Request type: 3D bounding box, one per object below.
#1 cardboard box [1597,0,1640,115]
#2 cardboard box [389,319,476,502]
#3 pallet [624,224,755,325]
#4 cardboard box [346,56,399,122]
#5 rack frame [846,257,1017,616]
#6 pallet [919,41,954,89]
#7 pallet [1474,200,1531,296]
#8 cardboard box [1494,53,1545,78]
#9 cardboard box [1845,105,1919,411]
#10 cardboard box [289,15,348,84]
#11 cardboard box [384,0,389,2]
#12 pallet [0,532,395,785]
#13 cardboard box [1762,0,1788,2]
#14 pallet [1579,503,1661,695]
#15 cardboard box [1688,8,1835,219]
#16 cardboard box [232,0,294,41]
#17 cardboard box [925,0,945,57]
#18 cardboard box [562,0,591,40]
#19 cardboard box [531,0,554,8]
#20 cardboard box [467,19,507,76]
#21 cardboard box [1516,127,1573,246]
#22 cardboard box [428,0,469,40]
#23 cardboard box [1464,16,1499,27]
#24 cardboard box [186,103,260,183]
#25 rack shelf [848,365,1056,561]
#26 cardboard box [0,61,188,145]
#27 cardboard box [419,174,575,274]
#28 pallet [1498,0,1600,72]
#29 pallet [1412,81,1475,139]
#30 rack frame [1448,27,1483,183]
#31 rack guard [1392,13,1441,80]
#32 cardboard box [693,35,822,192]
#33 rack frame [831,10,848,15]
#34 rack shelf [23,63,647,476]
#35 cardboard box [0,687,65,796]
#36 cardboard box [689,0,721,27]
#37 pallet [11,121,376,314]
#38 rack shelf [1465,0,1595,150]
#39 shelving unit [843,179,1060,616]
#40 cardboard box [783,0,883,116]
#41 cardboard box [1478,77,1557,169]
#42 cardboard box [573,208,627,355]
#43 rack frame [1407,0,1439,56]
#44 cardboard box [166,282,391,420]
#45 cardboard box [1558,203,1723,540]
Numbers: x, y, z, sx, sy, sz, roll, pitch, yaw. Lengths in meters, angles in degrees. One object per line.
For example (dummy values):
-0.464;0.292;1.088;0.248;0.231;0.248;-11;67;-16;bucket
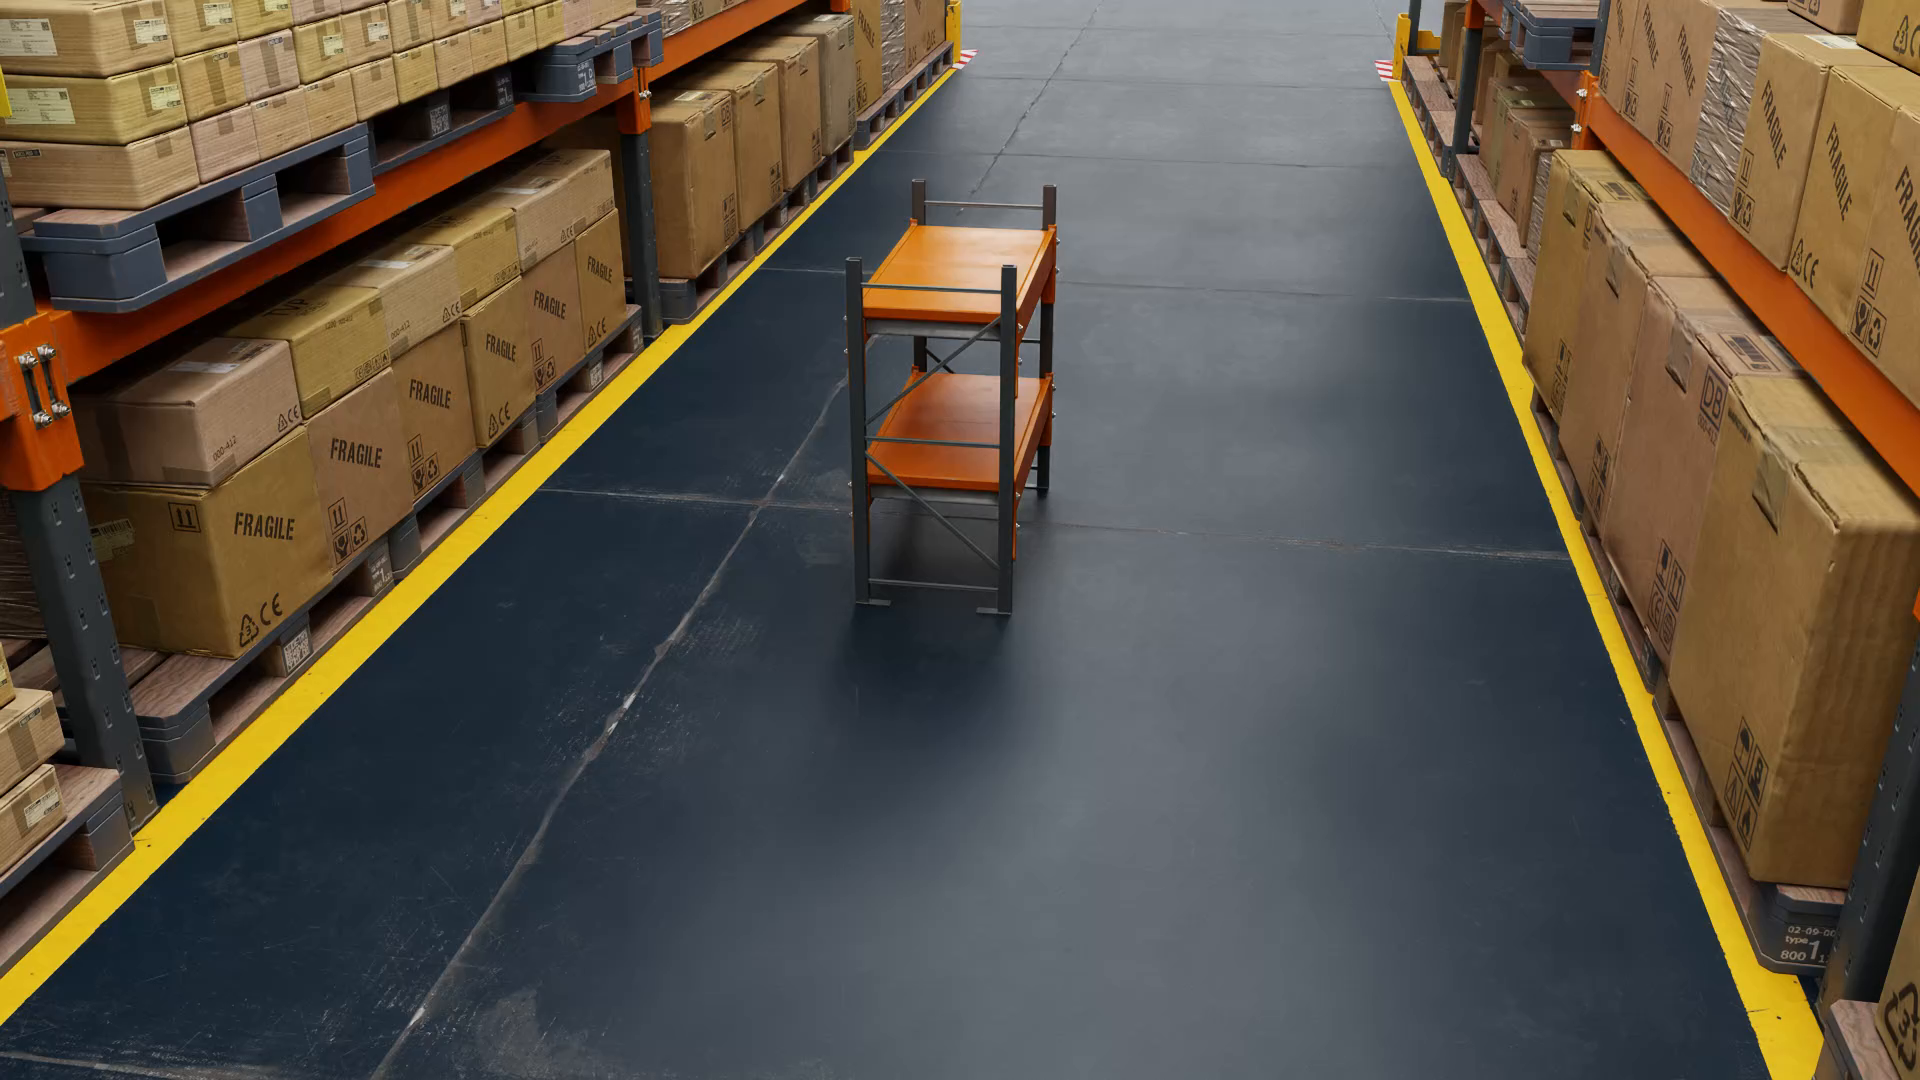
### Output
2.629;-1.819;5.981;0.500;0.500;0.500;5;26;10;cardboard box
-2.014;-0.462;5.651;0.500;0.500;0.500;4;25;9;cardboard box
-1.696;-1.406;8.505;1.003;0.211;1.213;4;25;9;pallet
-1.868;-1.313;4.817;0.380;0.149;0.250;3;25;6;cardboard box
-0.084;-0.294;5.051;0.500;1.125;0.032;4;25;9;rack frame
-0.646;-4.087;14.234;1.003;0.211;1.213;4;25;9;pallet
3.308;-1.531;8.772;1.003;0.211;1.213;4;25;9;pallet
3.736;-2.854;10.762;0.500;0.500;0.500;3;25;7;cardboard box
2.130;-0.545;3.259;0.500;0.500;0.500;4;25;9;cardboard box
-1.911;-1.341;4.526;0.380;0.149;0.250;3;25;6;cardboard box
-1.825;-1.691;4.924;0.380;0.149;0.250;5;26;10;cardboard box
-2.428;0.266;4.933;1.003;0.211;1.213;4;25;9;pallet
2.732;-1.881;4.929;0.797;0.503;0.637;5;25;10;cardboard box
2.572;0.138;5.207;1.003;0.211;1.213;4;25;9;pallet
2.383;-1.180;4.615;0.500;0.500;0.500;4;25;9;cardboard box
-1.951;-1.374;4.247;0.380;0.149;0.250;4;25;9;cardboard box
-0.638;-4.630;14.114;0.875;0.875;0.875;4;25;9;cardboard box
-1.611;-1.971;6.224;0.380;0.149;0.250;4;25;9;cardboard box
-1.655;-1.991;5.915;0.380;0.149;0.250;4;25;9;cardboard box
-1.742;-1.647;5.530;0.380;0.149;0.250;5;26;10;cardboard box
3.231;-1.778;8.439;0.700;0.500;0.500;6;26;13;cardboard box
-1.782;-1.670;5.229;0.380;0.149;0.250;4;25;7;cardboard box
3.981;-3.590;12.334;0.500;0.500;0.500;6;26;13;cardboard box
-1.996;-0.997;4.143;0.380;0.149;0.250;4;25;9;cardboard box
-0.001;-0.285;5.609;0.538;0.278;1.000;4;25;9;rack shelf
-2.035;-1.015;3.831;0.380;0.149;0.250;4;25;9;cardboard box
-1.824;-1.226;6.399;0.500;0.250;0.500;4;25;9;cardboard box
2.989;-2.177;7.089;1.213;0.211;1.003;4;25;9;pallet
3.903;-3.164;12.260;1.003;0.211;1.213;4;25;9;pallet
3.631;-3.631;9.970;1.000;3.000;0.127;4;25;9;rack frame
4.272;-4.140;14.006;1.175;0.500;0.348;4;25;9;rack guard
-1.420;-2.520;9.753;1.050;0.750;0.750;4;25;9;cardboard box
-1.246;-4.017;10.794;1.000;3.000;0.127;4;25;9;rack frame
-2.226;-1.182;5.586;1.077;0.370;4.000;4;25;9;rack shelf
-2.291;0.449;3.770;0.380;0.149;0.250;5;25;10;cardboard box
-1.480;-2.772;8.015;0.500;0.500;0.500;4;25;8;cardboard box
-2.285;-0.894;4.348;1.003;0.211;1.213;4;25;9;pallet
3.304;-2.469;8.335;1.077;0.370;4.000;4;25;9;rack shelf
-0.001;-0.507;5.506;0.538;1.125;1.048;4;25;9;shelving unit
-1.074;-3.503;11.707;0.875;0.875;0.875;4;25;9;cardboard box
3.509;-2.443;9.861;0.700;0.500;0.500;2;25;4;cardboard box
-1.749;-1.109;7.034;0.500;0.500;0.500;4;25;8;cardboard box
4.285;-5.304;13.544;1.000;3.000;0.127;4;25;9;rack frame
-2.087;-0.583;5.025;0.500;0.250;0.500;5;25;10;cardboard box
2.691;-0.527;5.348;1.225;0.875;0.875;4;25;9;cardboard box
